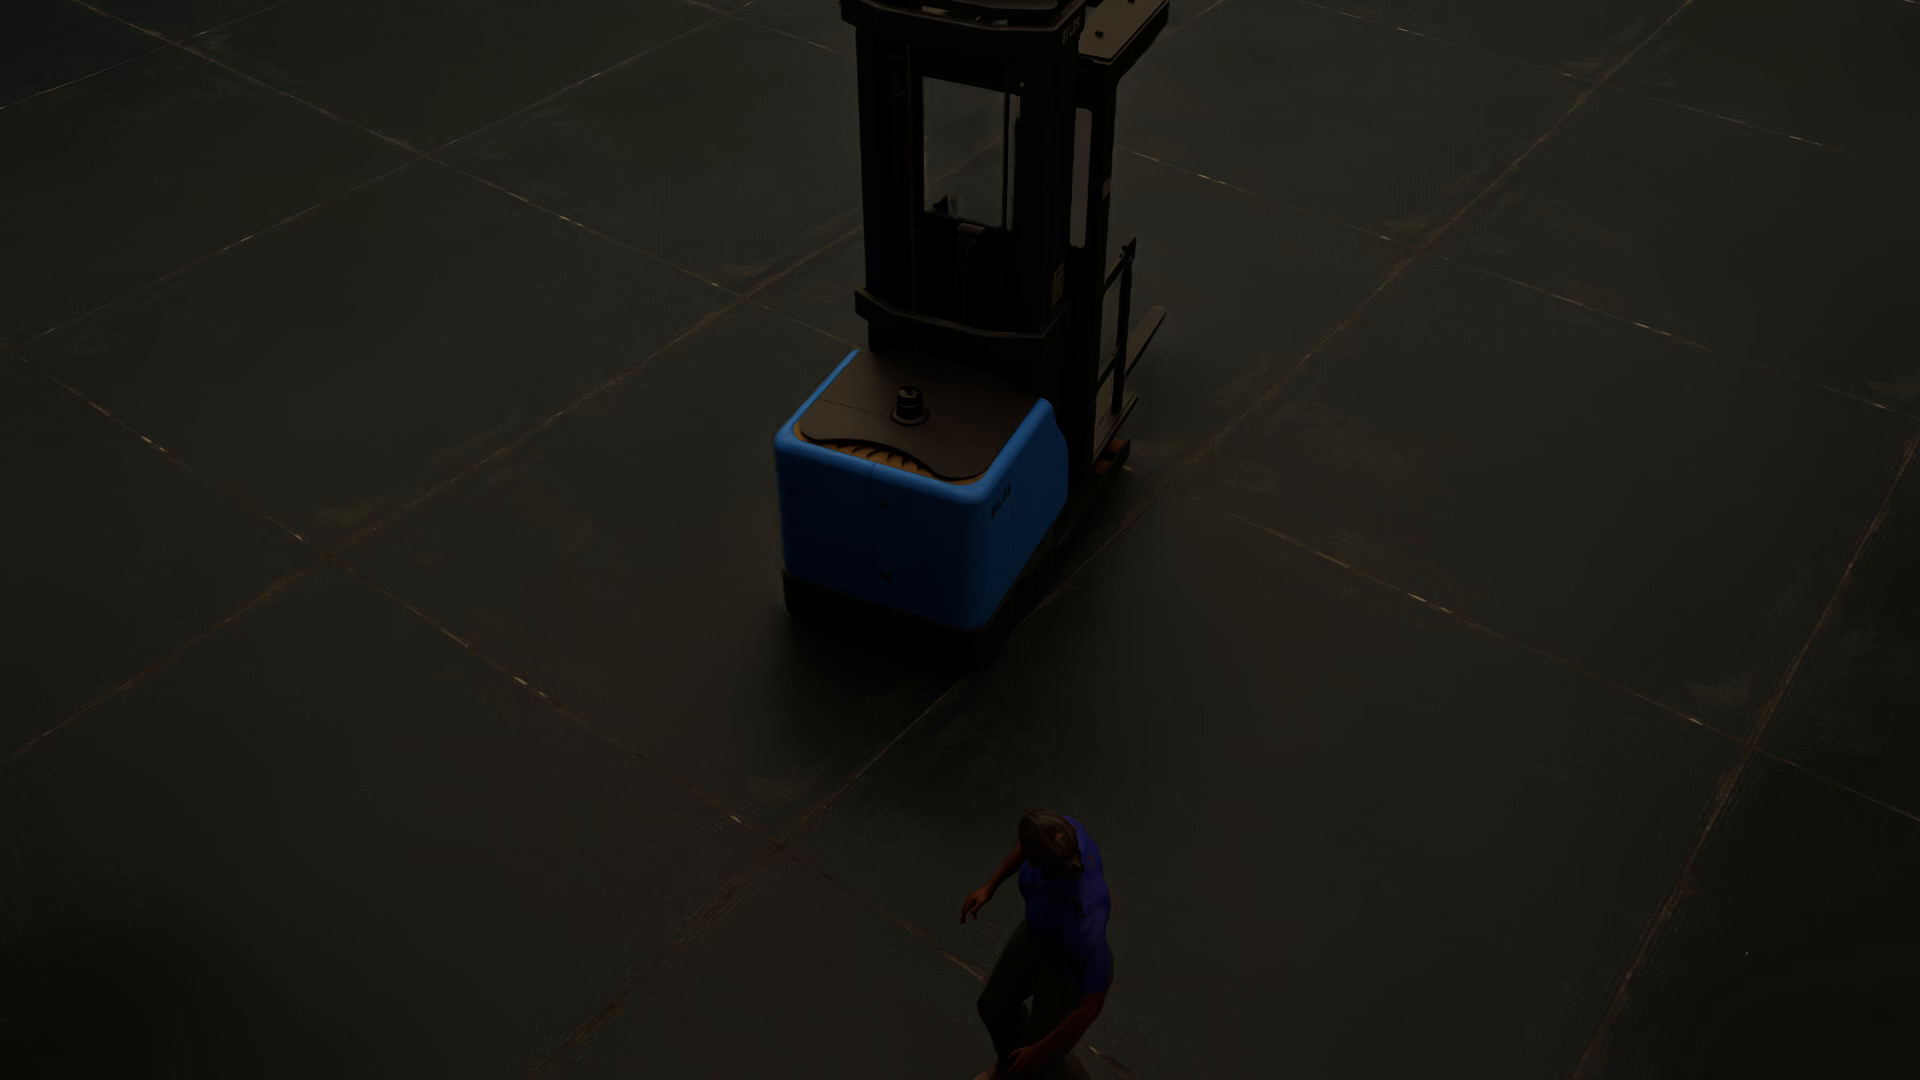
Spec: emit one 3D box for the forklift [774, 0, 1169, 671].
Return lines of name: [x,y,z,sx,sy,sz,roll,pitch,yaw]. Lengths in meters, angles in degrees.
forklift: [0.246,-1.480,7.810,1.130,2.935,3.031,17,43,19]

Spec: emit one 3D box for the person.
person: [0.278,1.424,5.448,0.471,1.609,0.678,-13,42,-15]
